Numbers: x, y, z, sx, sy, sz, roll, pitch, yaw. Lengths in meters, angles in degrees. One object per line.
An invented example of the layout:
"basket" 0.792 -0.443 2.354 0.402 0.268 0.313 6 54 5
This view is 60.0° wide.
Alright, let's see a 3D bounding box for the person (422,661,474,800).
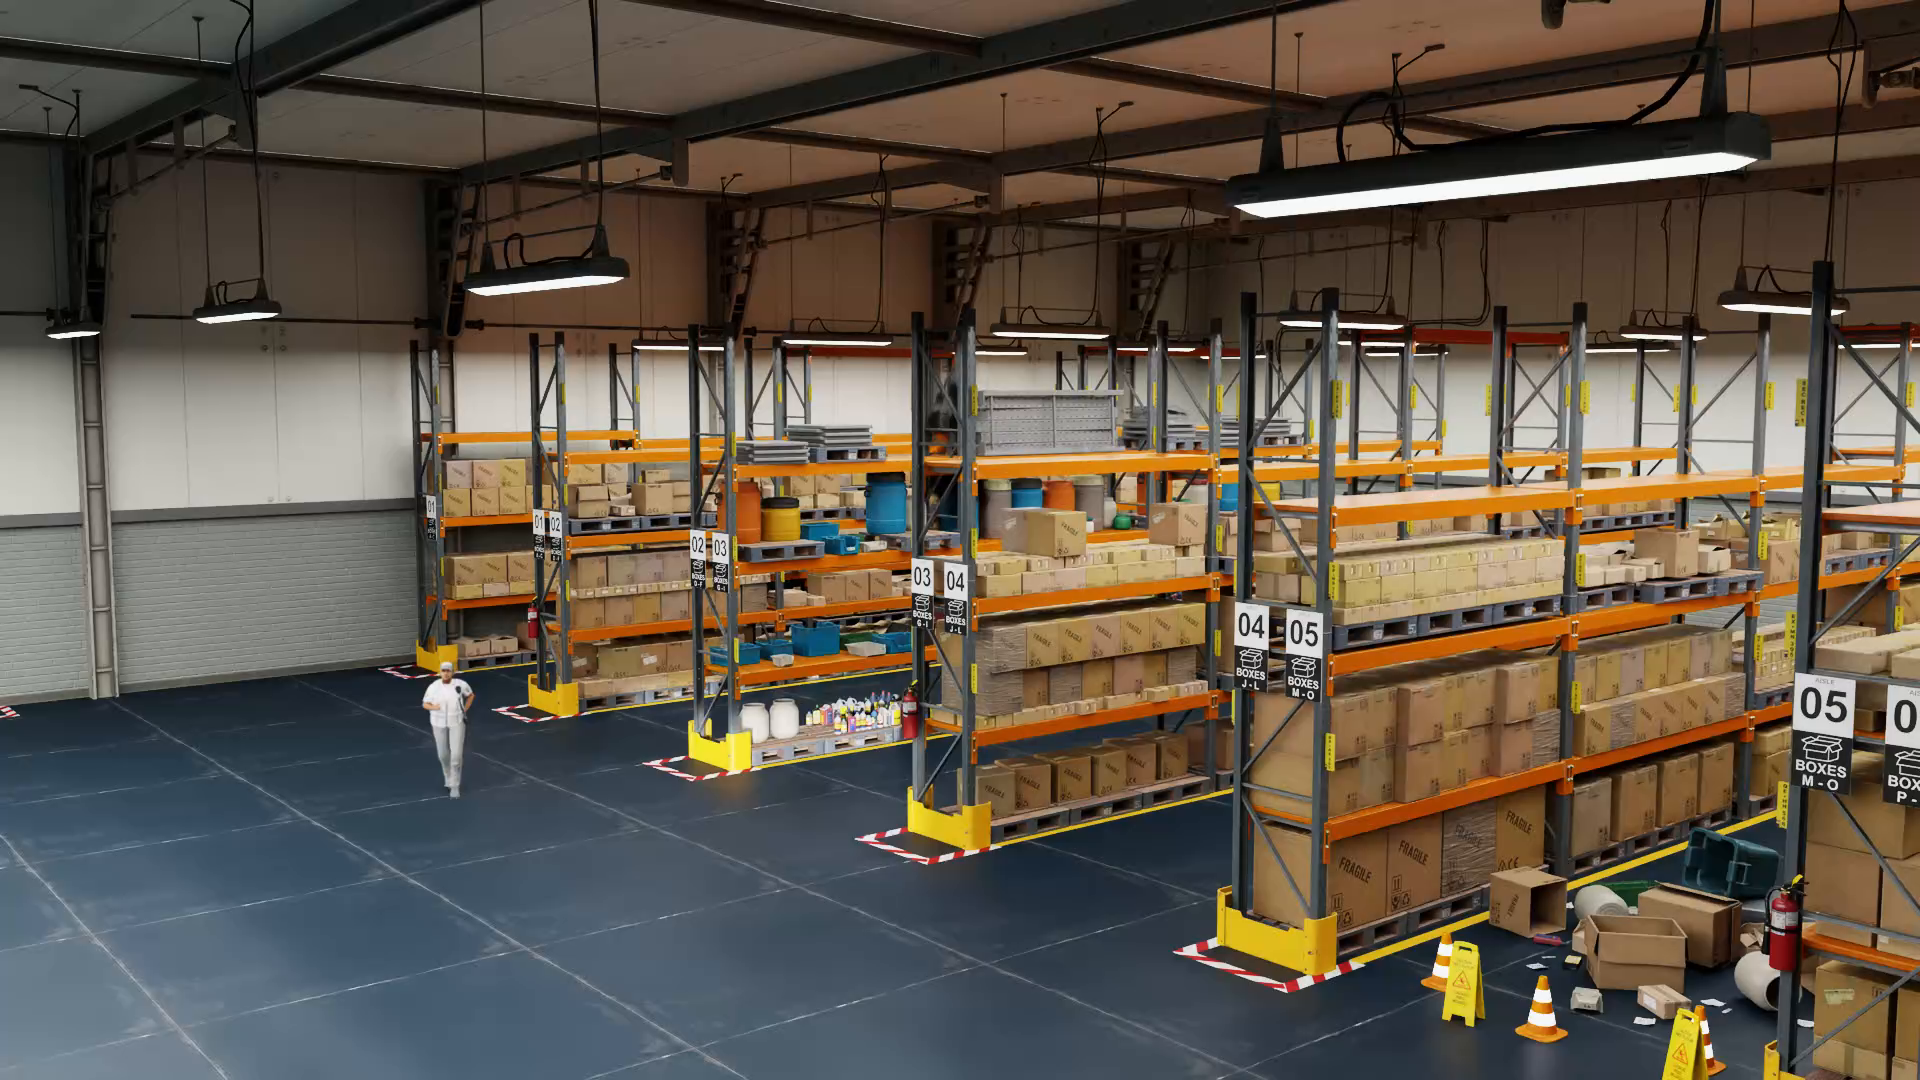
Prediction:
"person" -6.500 2.378 21.111 0.604 1.698 0.806 -1 5 -9
